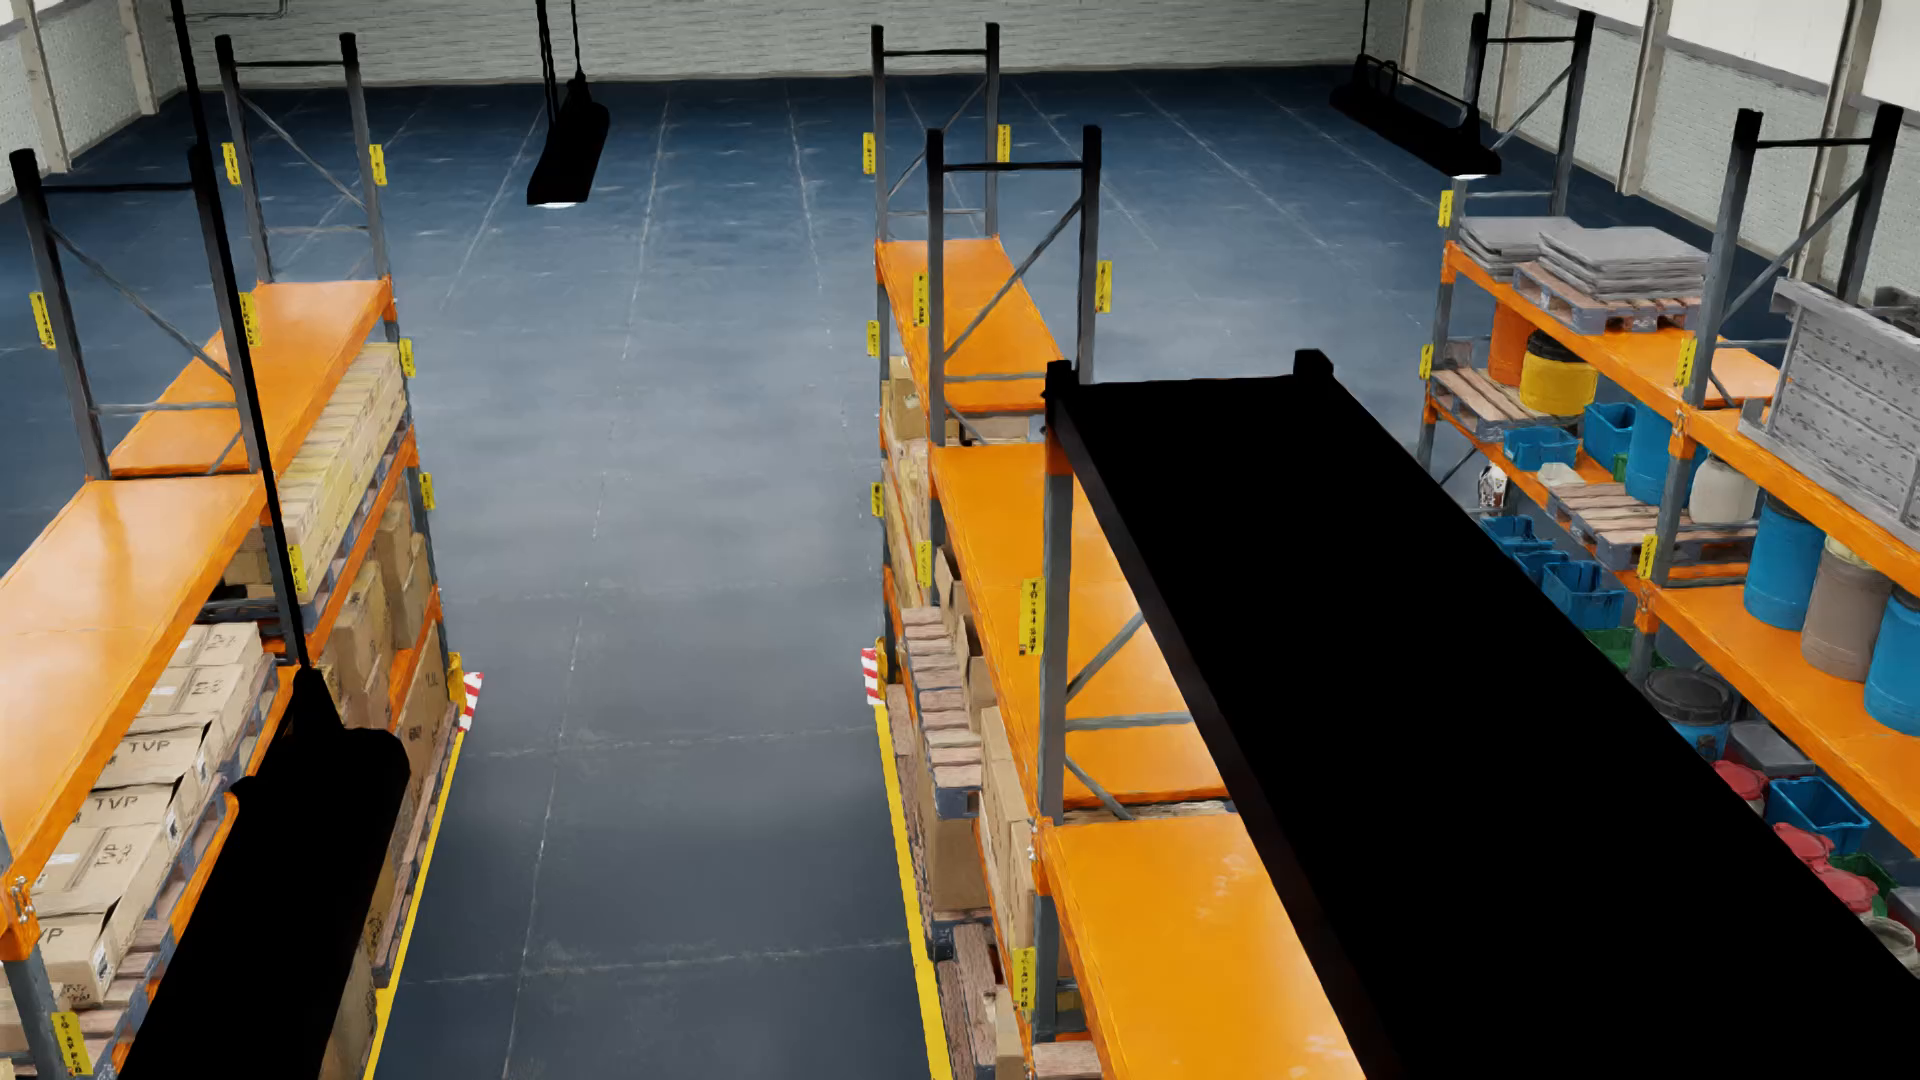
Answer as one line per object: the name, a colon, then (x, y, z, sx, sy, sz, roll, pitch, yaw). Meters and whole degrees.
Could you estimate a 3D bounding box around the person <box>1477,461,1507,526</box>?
person: (5.484, -0.287, 17.139, 0.518, 1.674, 0.675, 10, 27, 20)
